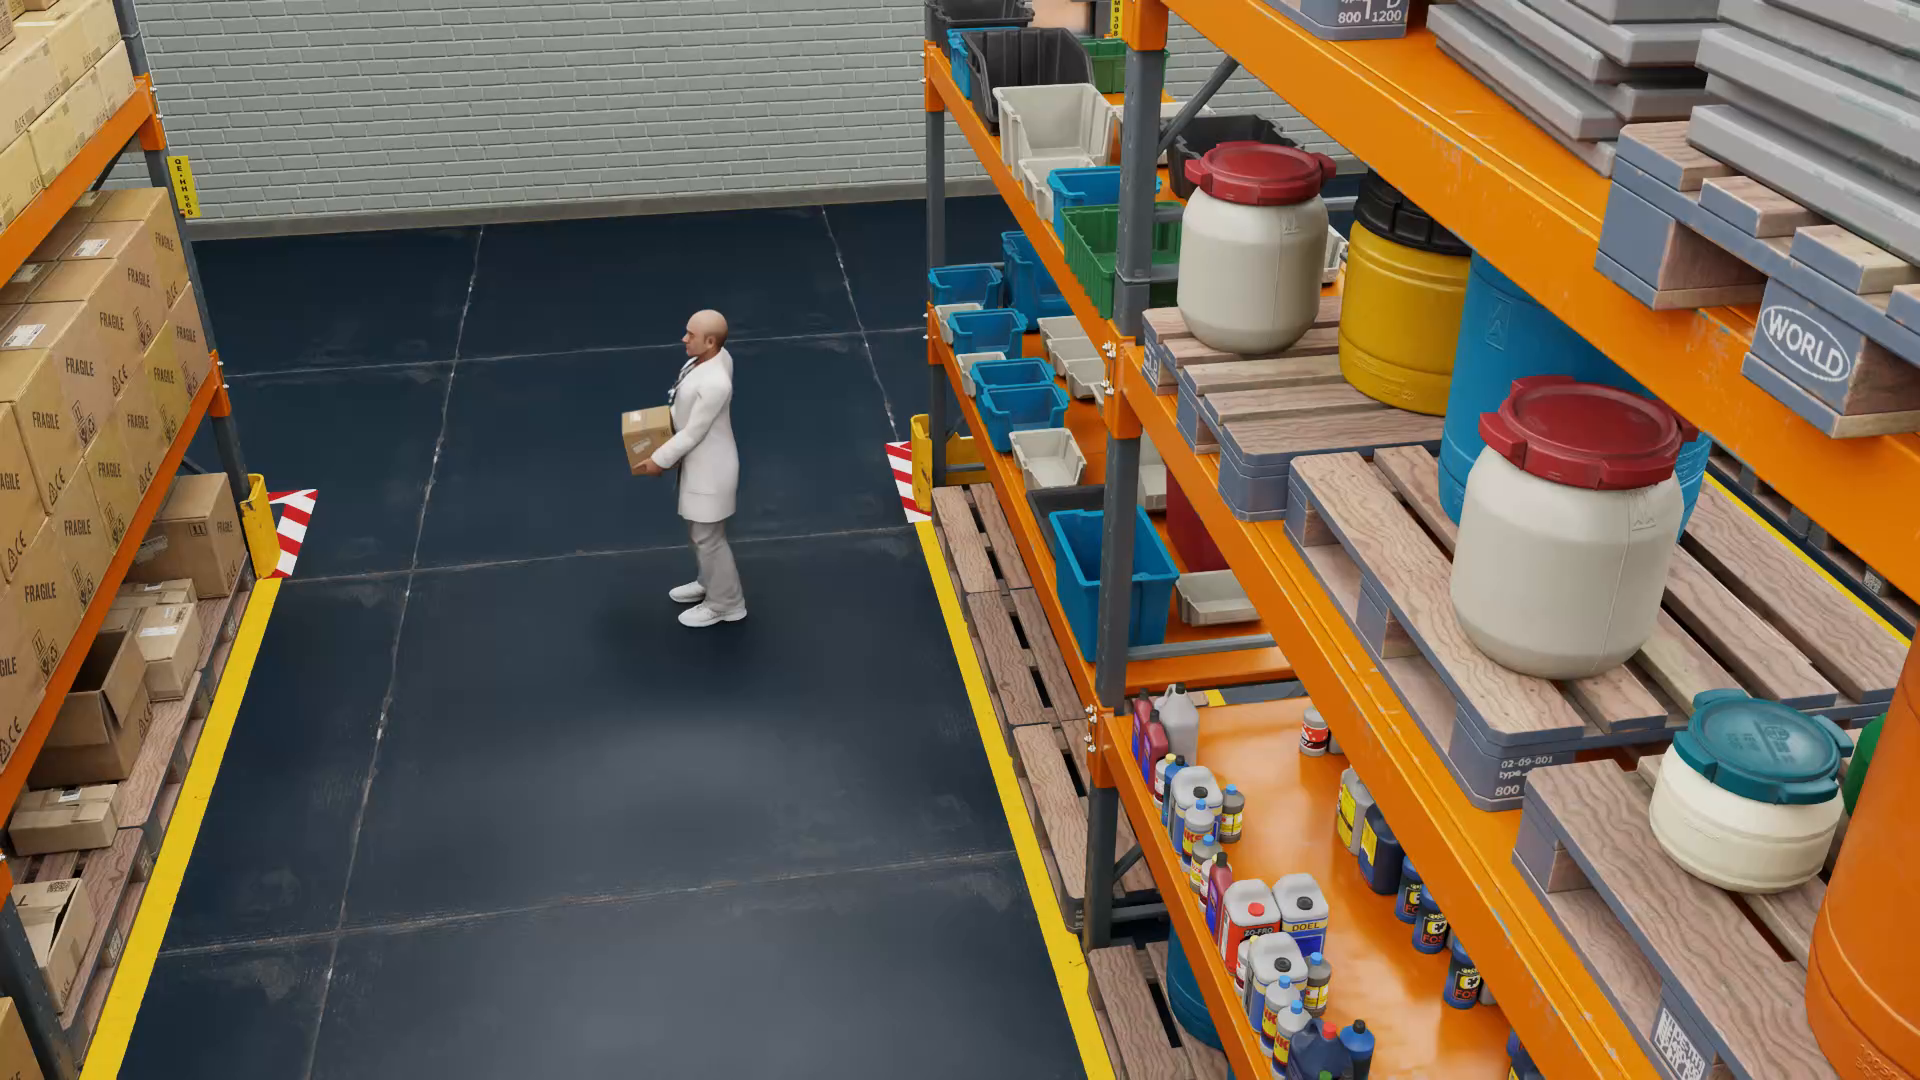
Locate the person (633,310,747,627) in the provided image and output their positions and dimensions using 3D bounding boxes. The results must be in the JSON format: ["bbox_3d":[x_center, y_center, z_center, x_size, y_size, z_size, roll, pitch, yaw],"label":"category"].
[{"bbox_3d":[-1.441,-0.380,8.812,0.556,1.775,0.527,-5,31,-8],"label":"person"}]
